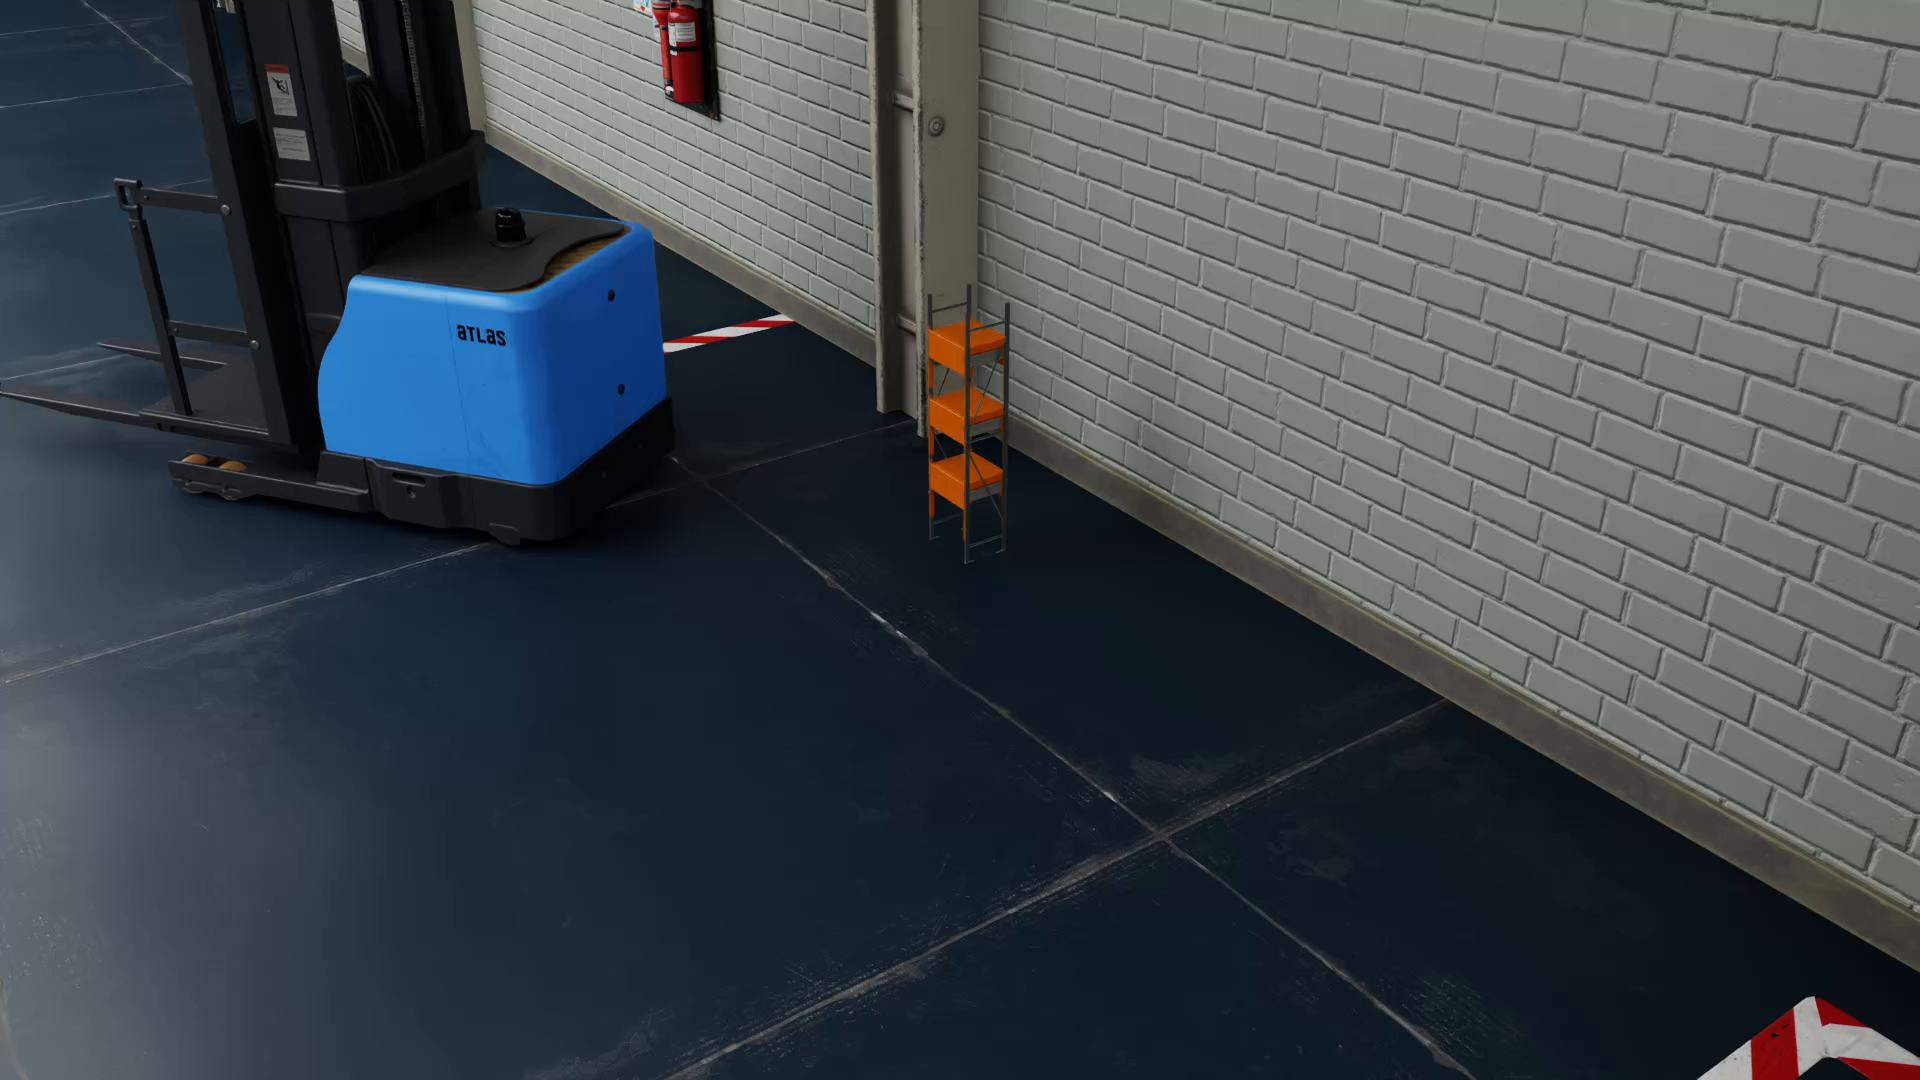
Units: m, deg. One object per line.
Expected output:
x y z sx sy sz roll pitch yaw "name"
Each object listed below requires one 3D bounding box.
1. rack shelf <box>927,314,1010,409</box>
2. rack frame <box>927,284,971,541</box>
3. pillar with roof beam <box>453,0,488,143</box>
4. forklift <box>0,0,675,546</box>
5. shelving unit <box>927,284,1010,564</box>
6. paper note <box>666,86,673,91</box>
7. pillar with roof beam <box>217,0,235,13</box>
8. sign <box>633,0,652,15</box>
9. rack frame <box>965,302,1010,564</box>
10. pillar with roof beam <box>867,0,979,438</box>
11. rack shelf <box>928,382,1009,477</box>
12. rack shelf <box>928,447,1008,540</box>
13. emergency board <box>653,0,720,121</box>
0.031 -0.681 6.331 0.215 0.259 0.240 -19 34 -31 "rack shelf"
-0.040 -0.488 6.548 0.200 1.050 0.008 -19 34 -31 "rack frame"
-7.143 -5.682 7.783 9.100 9.000 0.400 -19 34 -31 "pillar with roof beam"
-2.837 -1.681 6.773 3.031 2.935 1.130 9 30 17 "forklift"
0.031 -0.441 6.461 0.215 1.050 0.252 -19 34 -31 "shelving unit"
-1.605 -2.577 9.274 0.016 0.148 0.142 -19 34 -31 "paper note"
-10.624 -8.014 12.077 9.100 9.000 0.400 -19 34 -31 "pillar with roof beam"
-1.795 -3.135 9.342 0.001 0.329 0.234 -19 34 -31 "sign"
0.102 -0.393 6.374 0.200 1.050 0.008 -19 34 -31 "rack frame"
-3.663 -3.349 3.488 9.100 9.000 0.400 -19 34 -31 "pillar with roof beam"
0.031 -0.431 6.466 0.215 0.259 0.240 -19 34 -31 "rack shelf"
0.031 -0.187 6.599 0.215 0.259 0.240 -19 34 -31 "rack shelf"
-1.558 -2.876 8.902 0.194 1.169 0.643 -19 34 -31 "emergency board"
